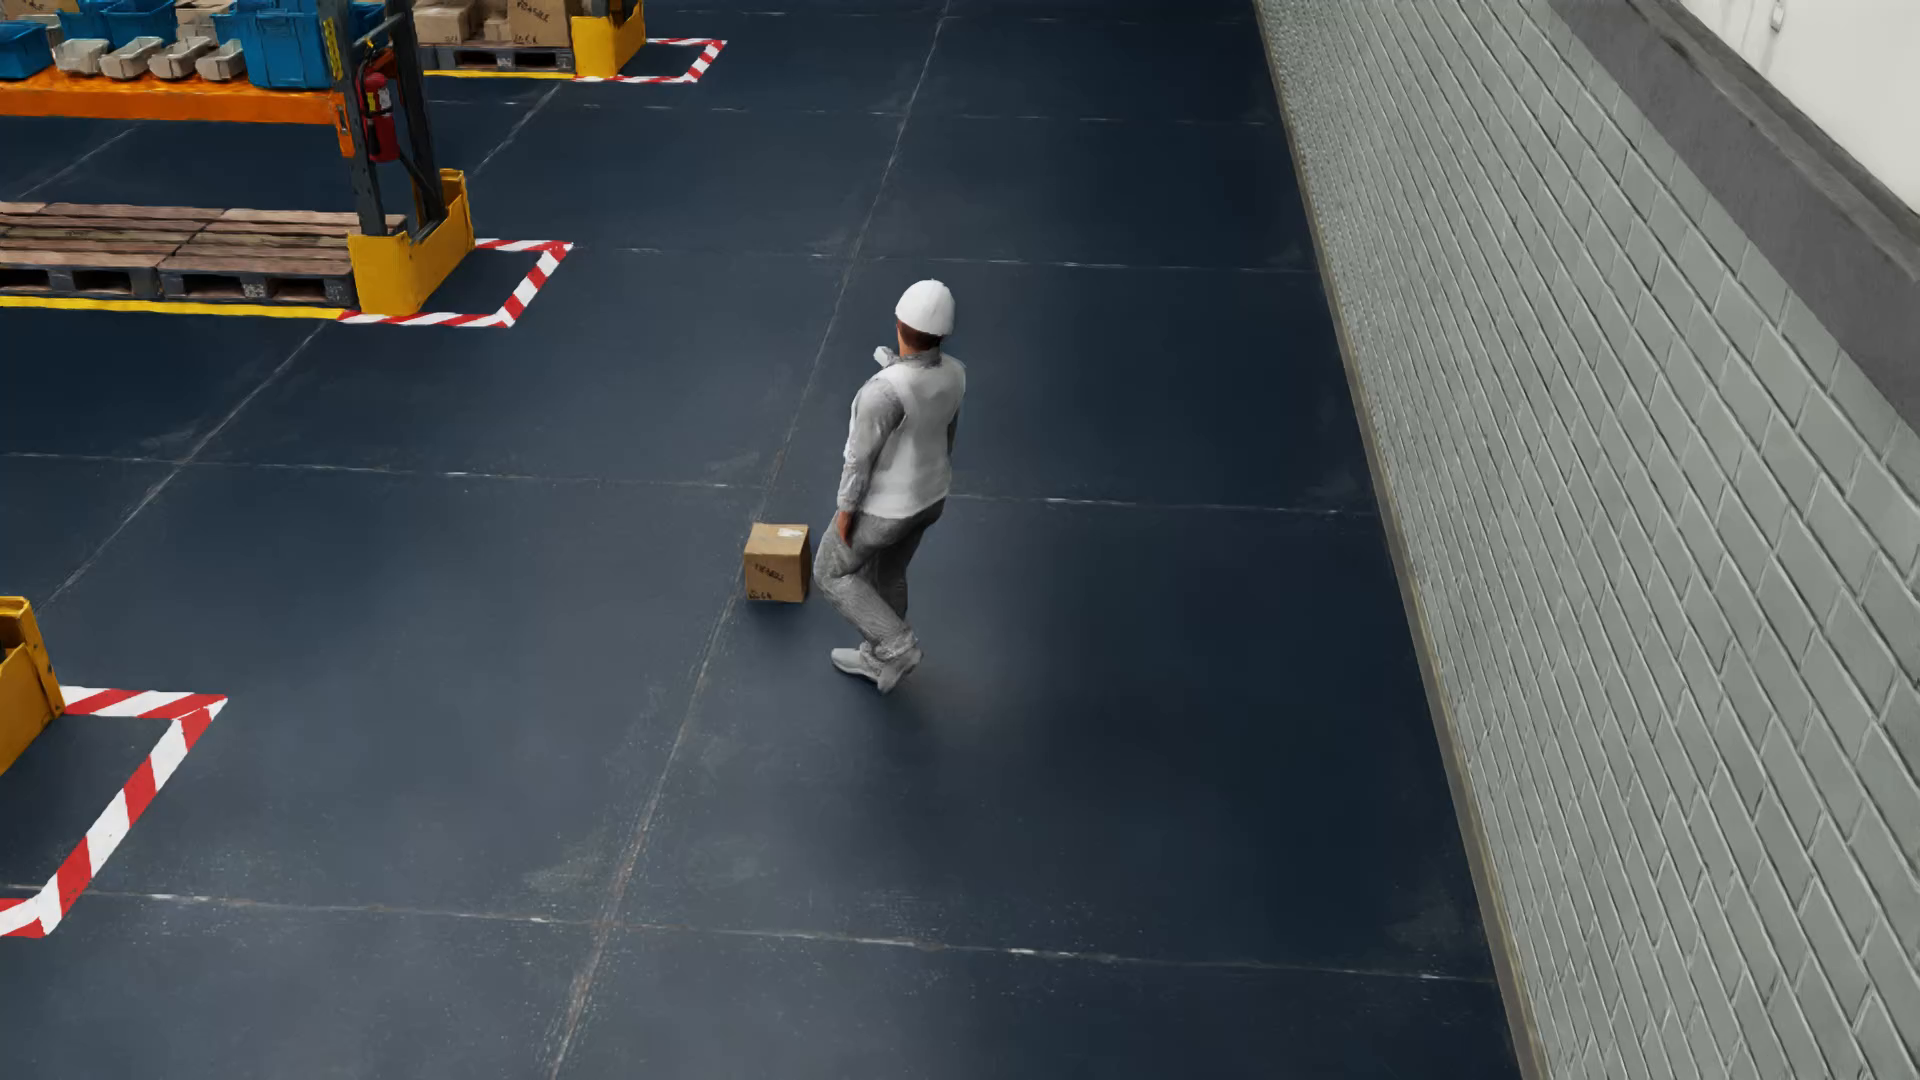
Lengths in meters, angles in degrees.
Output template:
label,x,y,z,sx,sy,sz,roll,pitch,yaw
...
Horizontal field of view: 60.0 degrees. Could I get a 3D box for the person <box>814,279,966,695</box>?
label,x,y,z,sx,sy,sz,roll,pitch,yaw
person,-0.264,-0.184,6.435,0.555,1.745,0.580,23,39,33
